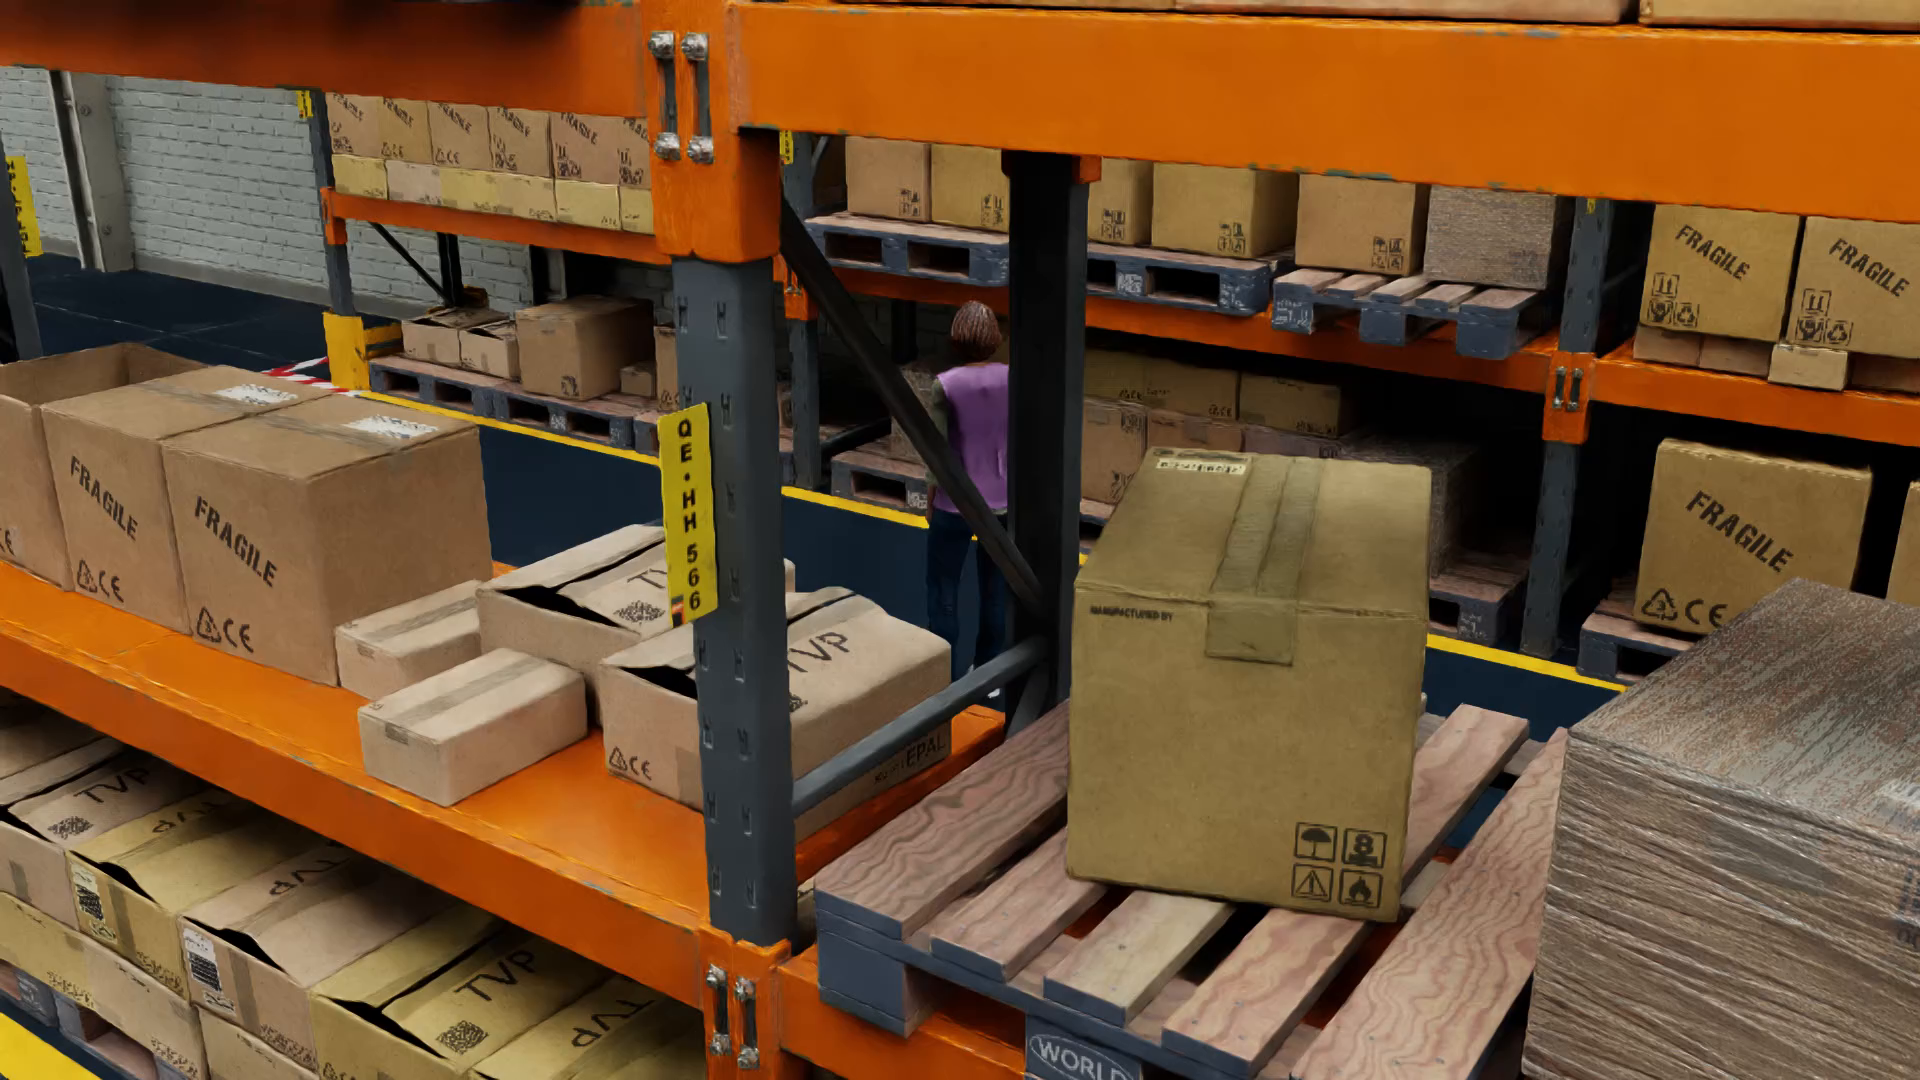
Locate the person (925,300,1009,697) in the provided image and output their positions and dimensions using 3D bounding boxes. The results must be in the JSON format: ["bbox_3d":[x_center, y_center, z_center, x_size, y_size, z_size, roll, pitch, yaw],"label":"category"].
[{"bbox_3d":[0.002,-0.128,6.415,0.574,1.599,0.337,-7,21,-19],"label":"person"}]
